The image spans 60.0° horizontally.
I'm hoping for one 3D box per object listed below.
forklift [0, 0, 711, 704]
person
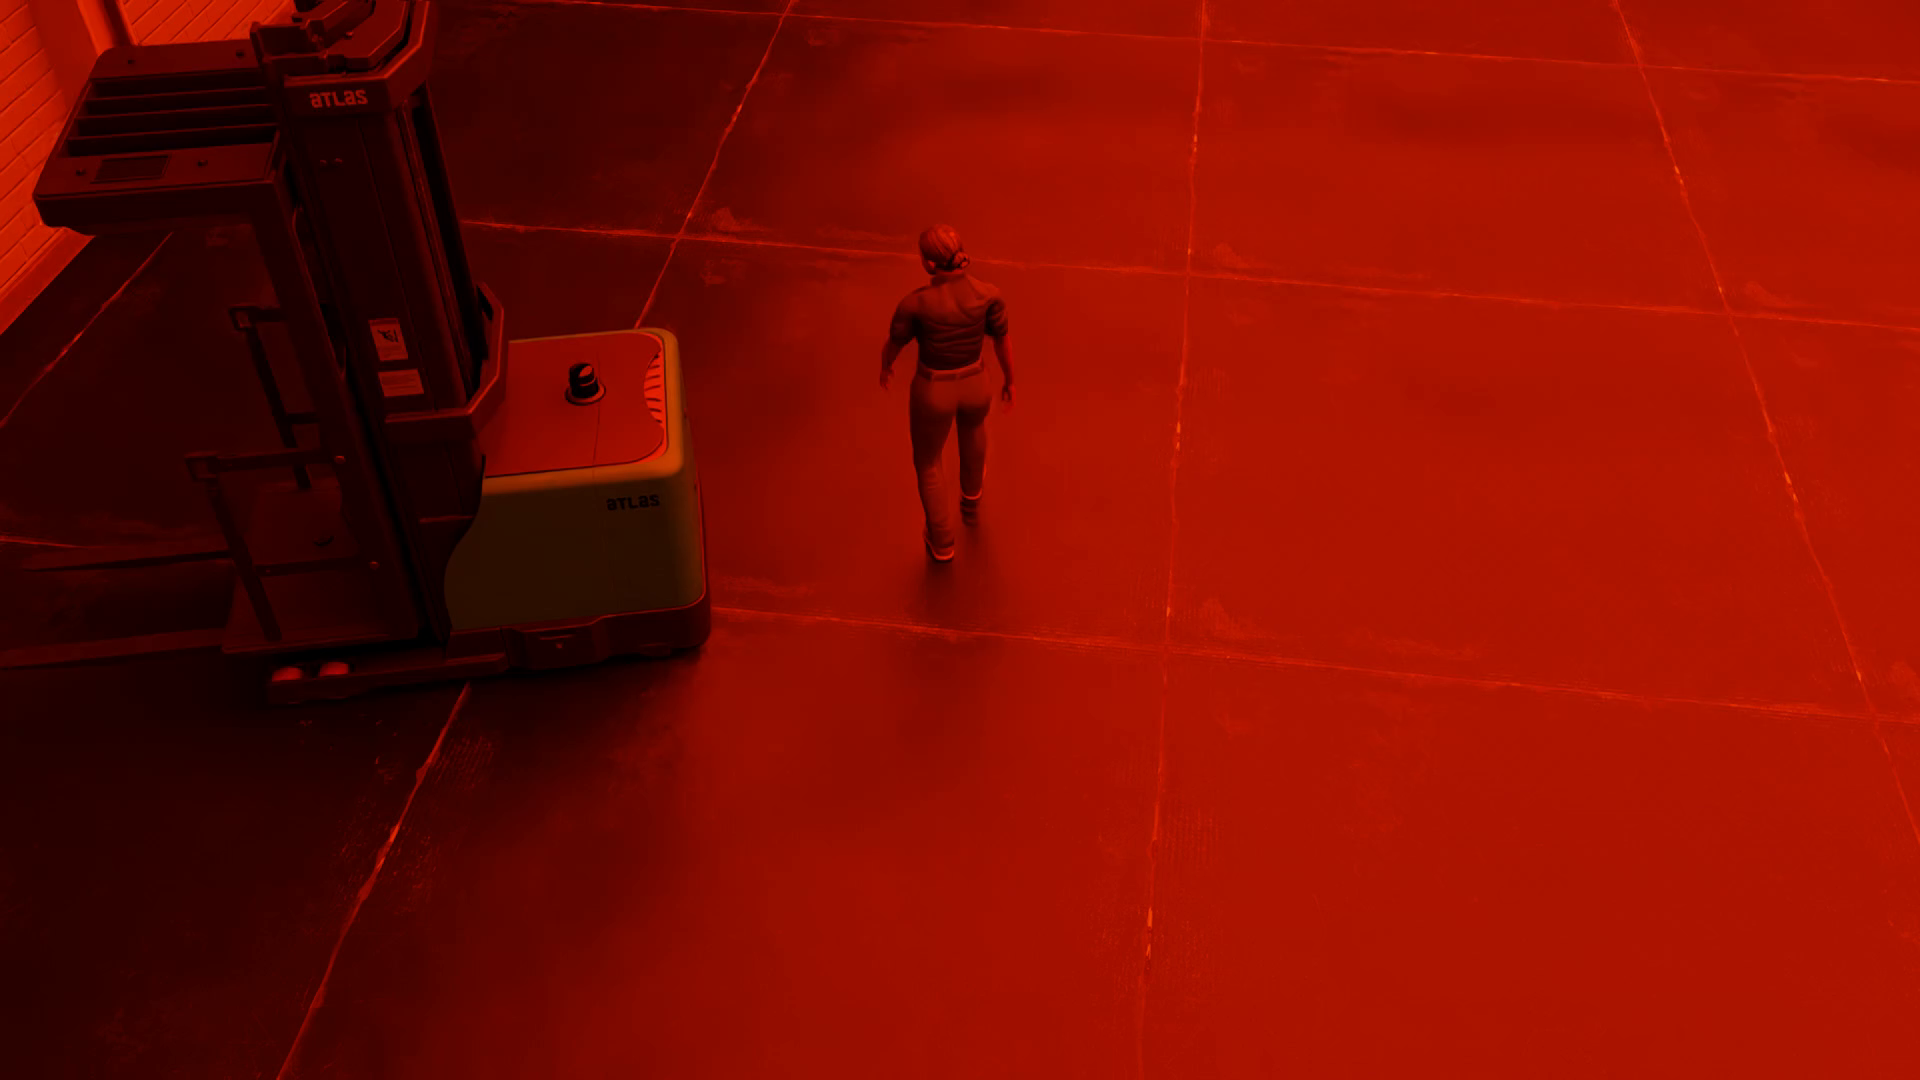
[{"bbox_3d":[-2.663,-0.761,6.553,3.031,2.935,1.130,-6,43,-7],"label":"forklift"},{"bbox_3d":[-0.050,-0.720,7.482,0.569,1.622,0.650,-13,44,-14],"label":"person"}]
